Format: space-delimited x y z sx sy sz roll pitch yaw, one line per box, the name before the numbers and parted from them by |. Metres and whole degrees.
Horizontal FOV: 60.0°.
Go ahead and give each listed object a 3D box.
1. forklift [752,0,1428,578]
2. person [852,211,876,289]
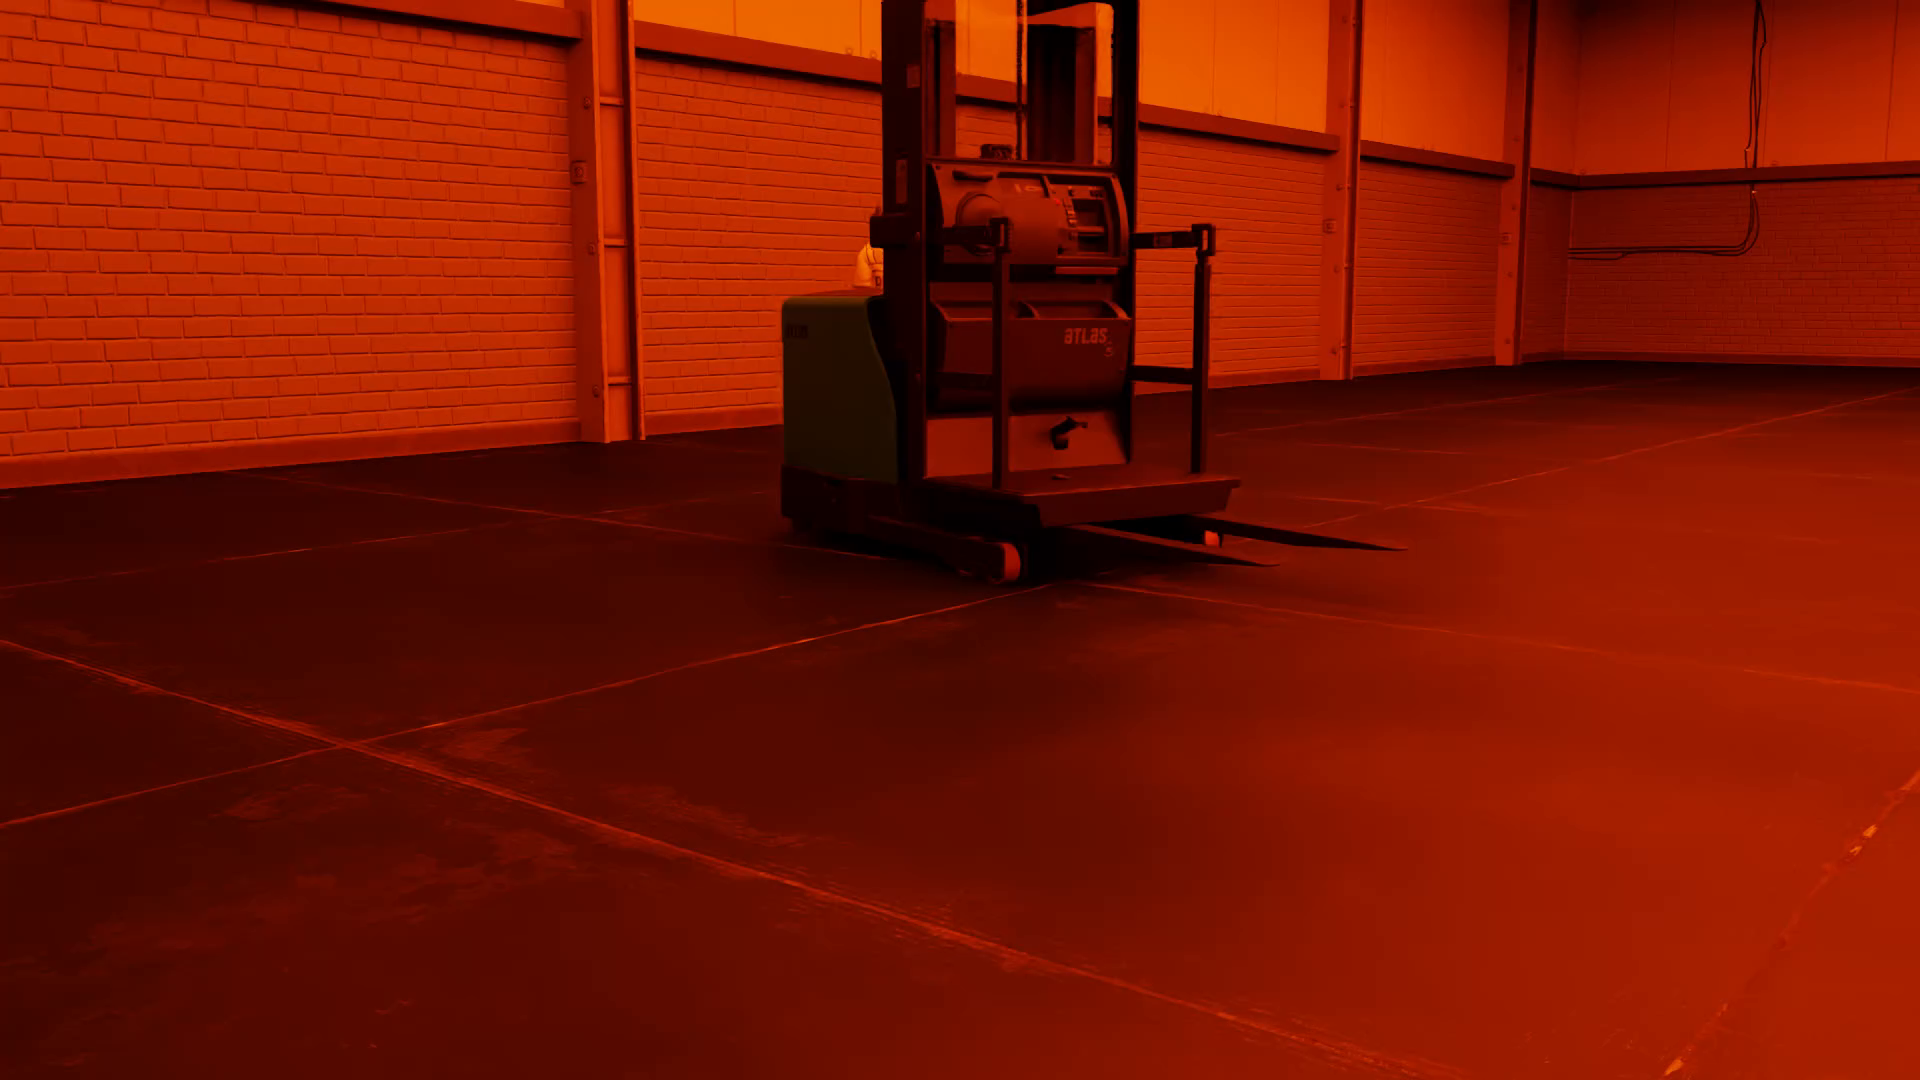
forklift | 0.426 -1.387 6.760 1.130 2.935 3.031 -8 11 -43
person | -0.394 -1.295 10.450 0.598 1.669 0.530 -1 8 -6
